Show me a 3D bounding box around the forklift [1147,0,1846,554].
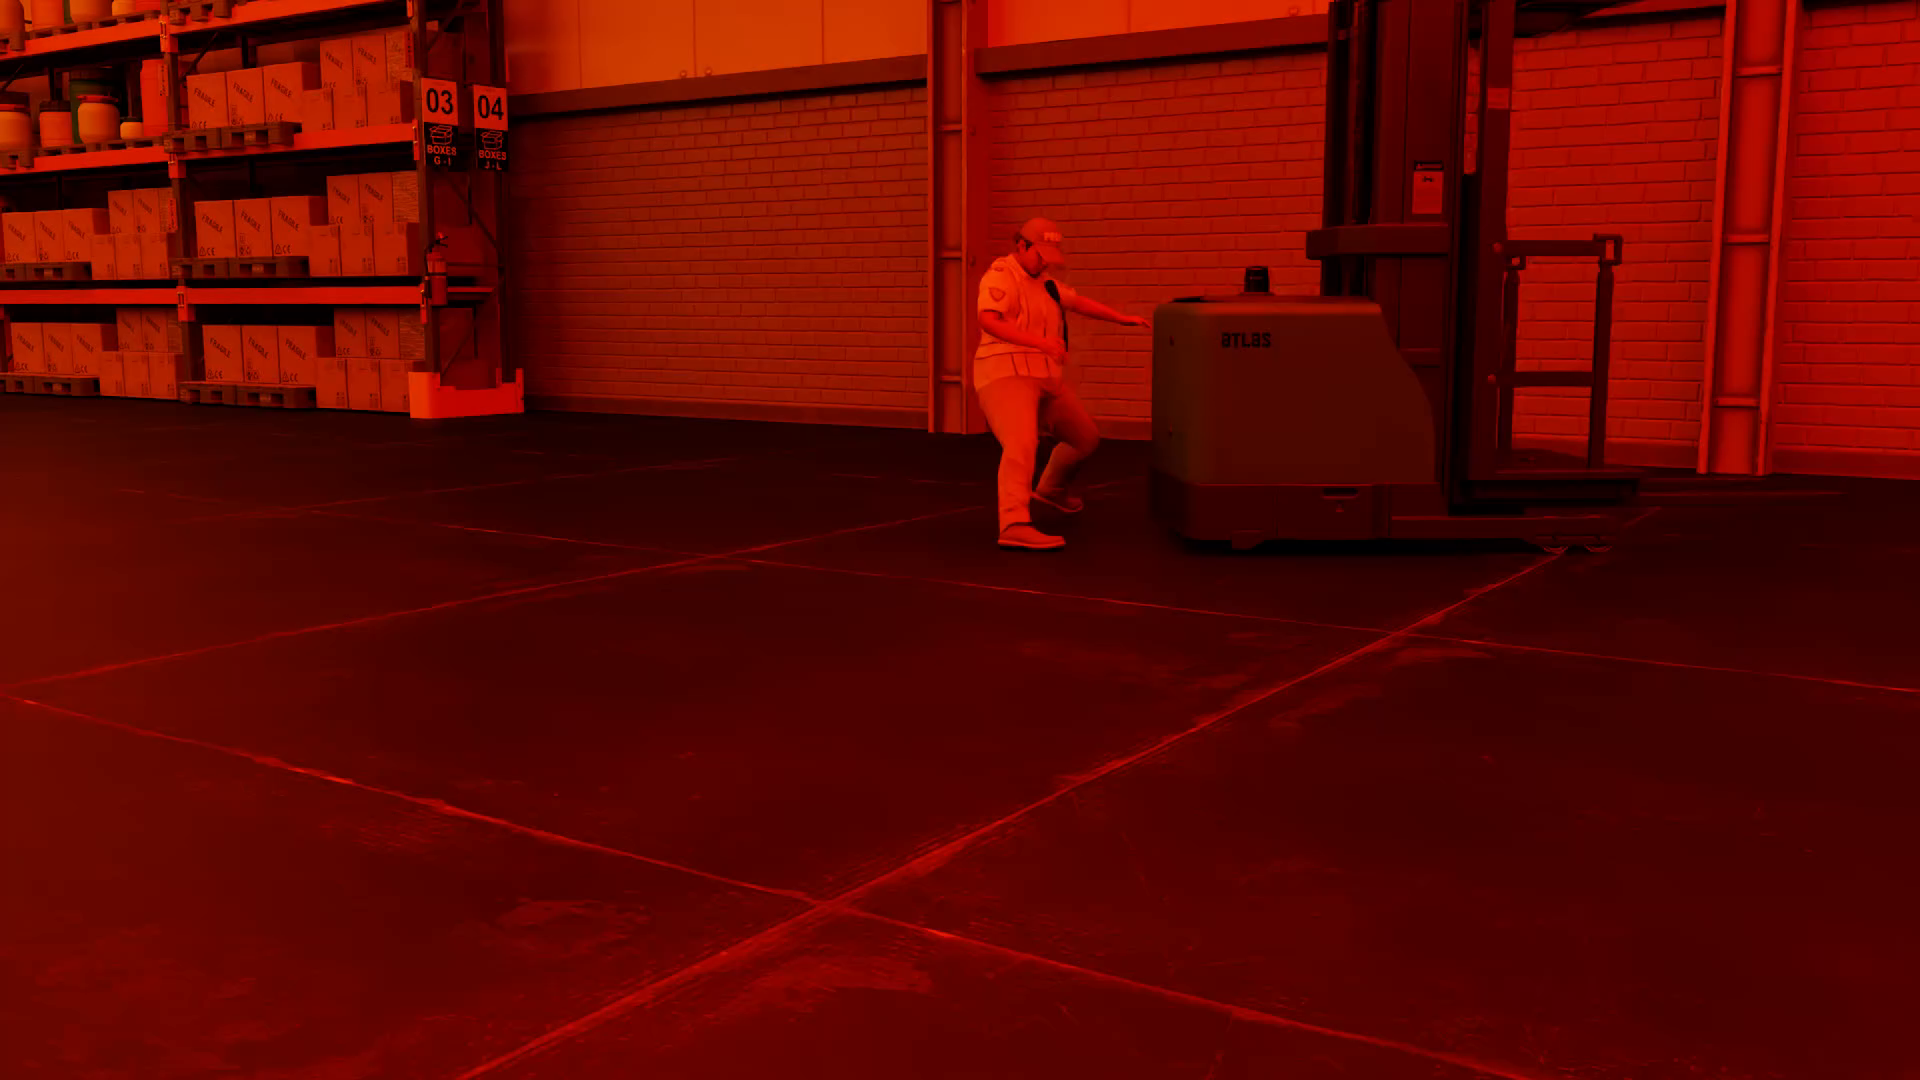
[{"bbox_3d":[2.445,-1.466,7.501,3.031,2.935,1.130,-1,8,-4],"label":"forklift"}]

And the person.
[{"bbox_3d":[0.439,-0.769,7.808,0.798,1.461,1.279,6,10,36],"label":"person"}]
